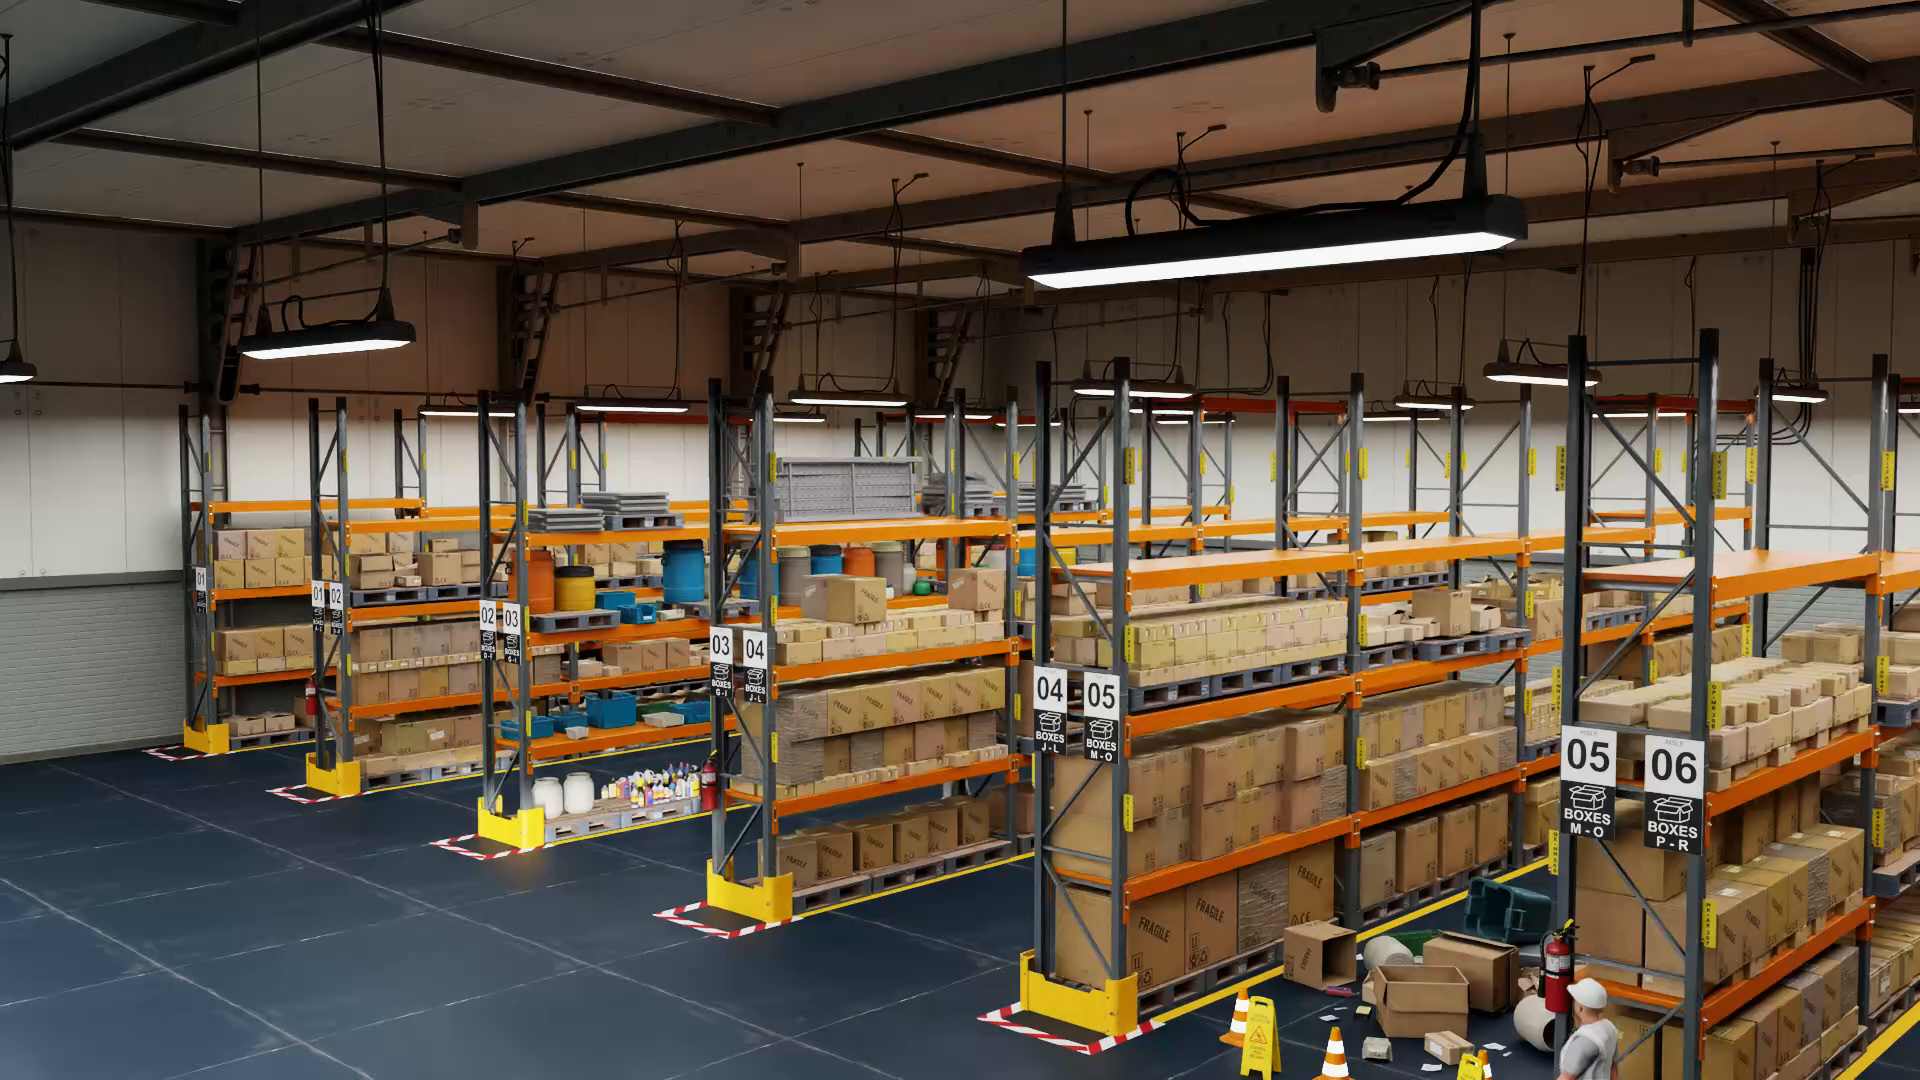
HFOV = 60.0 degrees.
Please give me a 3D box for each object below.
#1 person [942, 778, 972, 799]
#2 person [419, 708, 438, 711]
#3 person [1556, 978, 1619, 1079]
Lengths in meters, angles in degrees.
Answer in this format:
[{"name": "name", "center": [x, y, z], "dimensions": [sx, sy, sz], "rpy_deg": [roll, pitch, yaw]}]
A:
[{"name": "person", "center": [-0.113, 3.055, 24.326], "dimensions": [0.430, 1.696, 0.515], "rpy_deg": [2, 4, 39]}, {"name": "person", "center": [-9.436, 2.722, 29.533], "dimensions": [0.591, 1.779, 0.415], "rpy_deg": [-3, 4, -43]}, {"name": "person", "center": [4.026, 3.715, 10.816], "dimensions": [1.091, 1.741, 0.474], "rpy_deg": [1, 3, 12]}]
